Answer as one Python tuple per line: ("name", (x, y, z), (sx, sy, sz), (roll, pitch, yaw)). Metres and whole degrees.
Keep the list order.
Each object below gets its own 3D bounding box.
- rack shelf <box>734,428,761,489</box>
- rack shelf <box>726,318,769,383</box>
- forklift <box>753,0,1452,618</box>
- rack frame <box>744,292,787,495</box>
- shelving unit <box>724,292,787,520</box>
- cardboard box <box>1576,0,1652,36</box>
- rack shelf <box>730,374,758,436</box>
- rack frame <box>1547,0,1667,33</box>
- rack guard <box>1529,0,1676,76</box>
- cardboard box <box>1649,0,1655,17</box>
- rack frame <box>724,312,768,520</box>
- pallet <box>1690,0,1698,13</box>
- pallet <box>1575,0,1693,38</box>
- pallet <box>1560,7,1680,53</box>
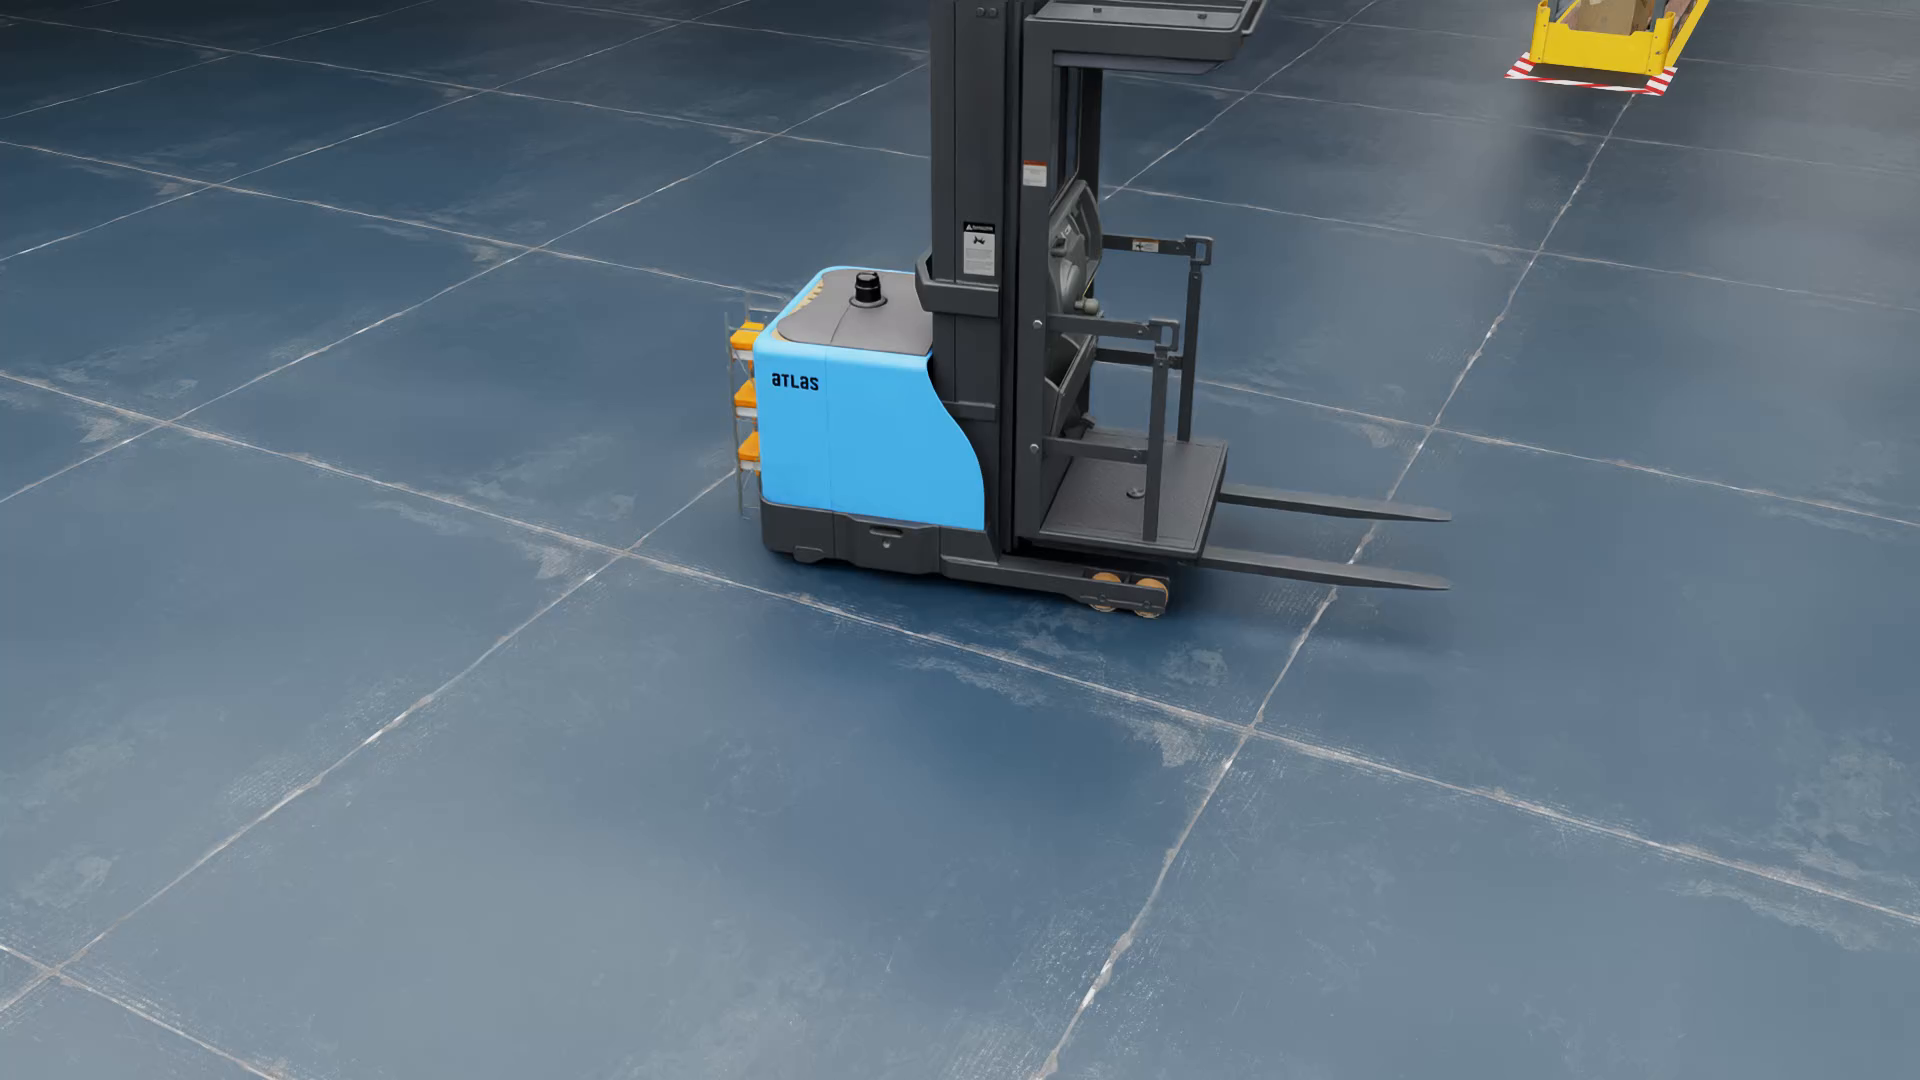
("rack shelf", (-0.921, -0.355, 7.893), (0.215, 0.259, 0.240), (8, 31, 13))
("rack shelf", (-0.921, -0.842, 7.614), (0.215, 0.259, 0.240), (8, 31, 13))
("forklift", (0.672, -1.230, 6.948), (3.031, 2.935, 1.130), (8, 31, 13))
("rack frame", (-0.890, -0.664, 7.852), (0.200, 1.050, 0.008), (8, 31, 13))
("shelving unit", (-0.921, -0.605, 7.750), (0.215, 1.050, 0.252), (8, 31, 13))
("cardboard box", (6.165, -5.050, 15.620), (0.500, 0.500, 0.500), (21, 36, 32))
("rack shelf", (-0.921, -0.596, 7.755), (0.215, 0.259, 0.240), (8, 31, 13))
("rack frame", (5.866, -5.678, 14.626), (1.000, 3.000, 0.127), (14, 33, 23))
("rack guard", (5.900, -4.628, 15.307), (1.175, 0.500, 0.348), (14, 33, 23))
("cardboard box", (6.407, -5.322, 16.095), (0.500, 0.500, 0.500), (24, 38, 36))
("rack frame", (-0.953, -0.547, 7.648), (0.200, 1.050, 0.008), (8, 31, 13))
("pallet", (7.413, -5.937, 17.876), (1.003, 0.211, 1.213), (14, 33, 23))
("pallet", (6.859, -5.394, 16.931), (1.003, 0.211, 1.213), (14, 33, 23))
("pallet", (6.302, -4.855, 15.993), (1.003, 0.211, 1.213), (14, 33, 23))
